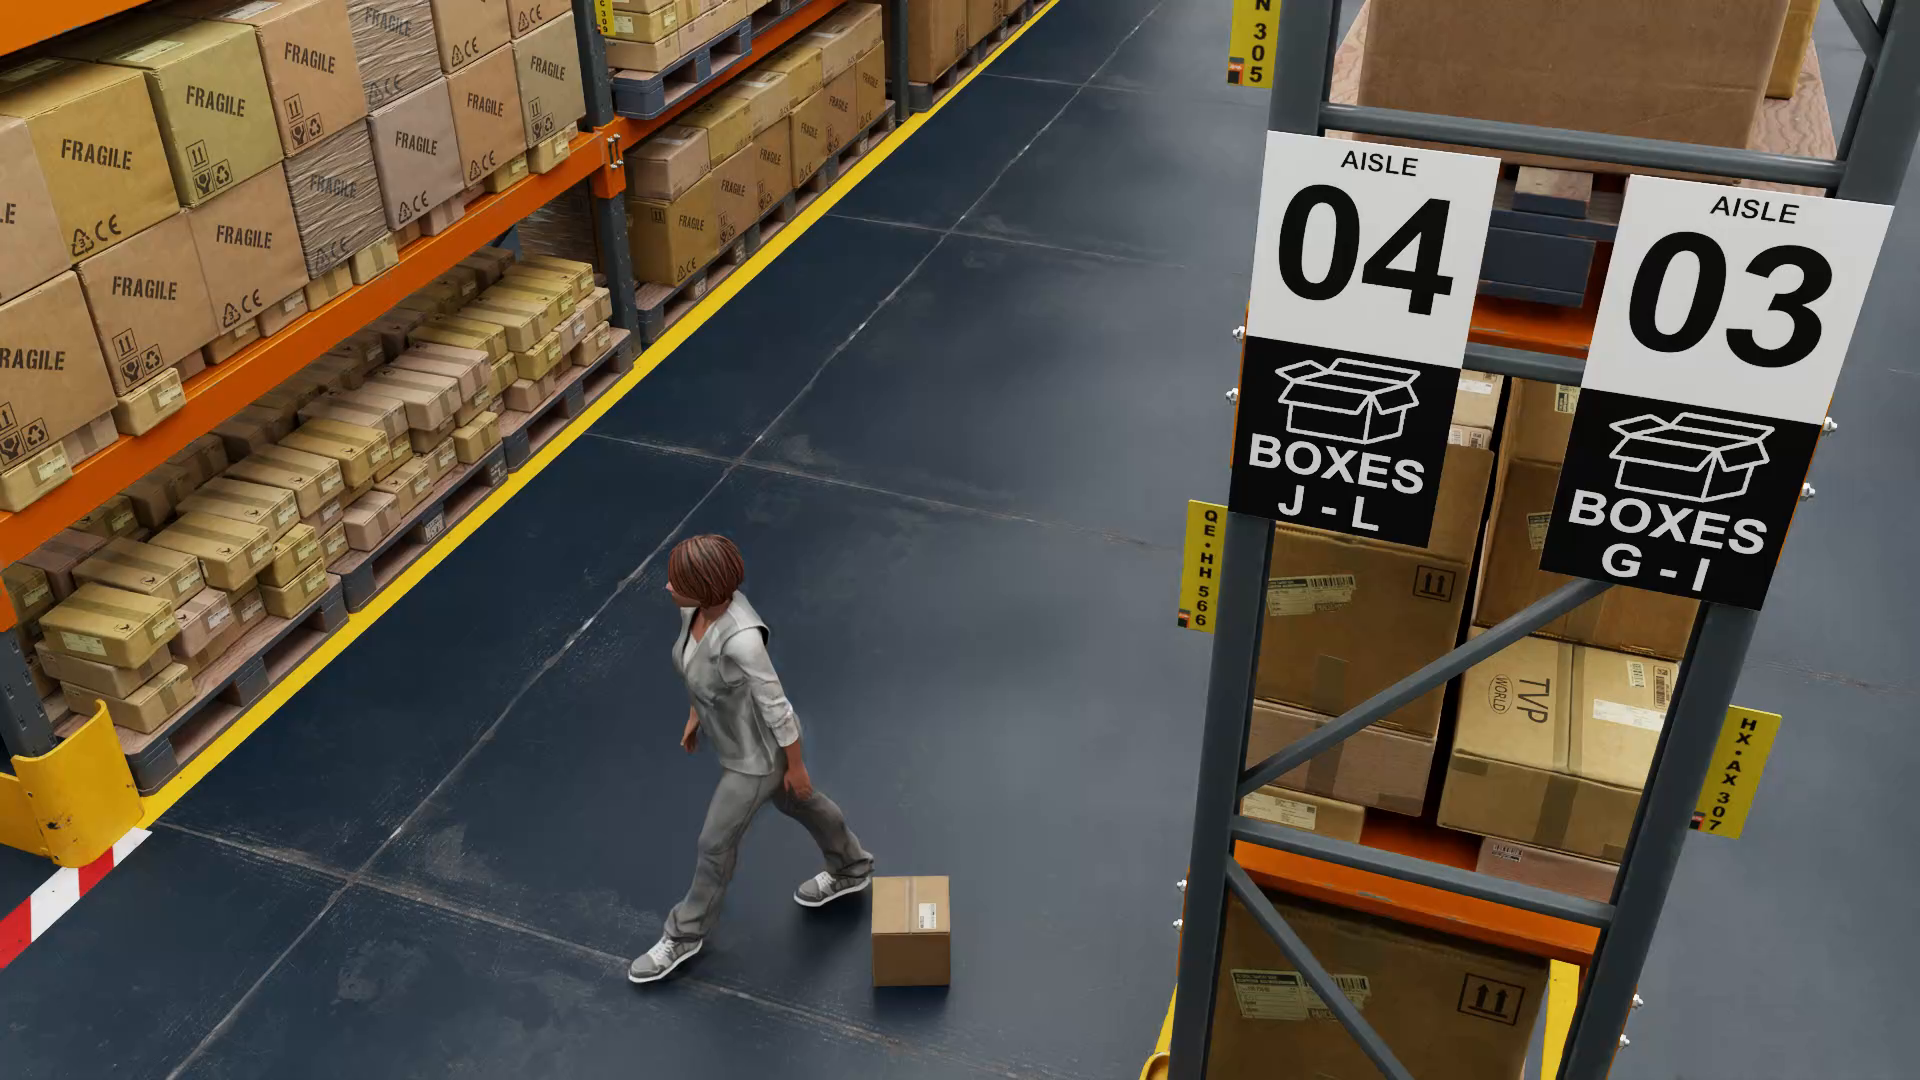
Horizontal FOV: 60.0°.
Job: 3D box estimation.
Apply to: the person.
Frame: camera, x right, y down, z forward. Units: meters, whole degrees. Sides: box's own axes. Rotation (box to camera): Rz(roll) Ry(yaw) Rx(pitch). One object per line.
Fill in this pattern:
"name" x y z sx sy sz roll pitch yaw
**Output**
"person" -0.710 0.628 5.196 0.877 1.546 0.442 -11 35 -17
